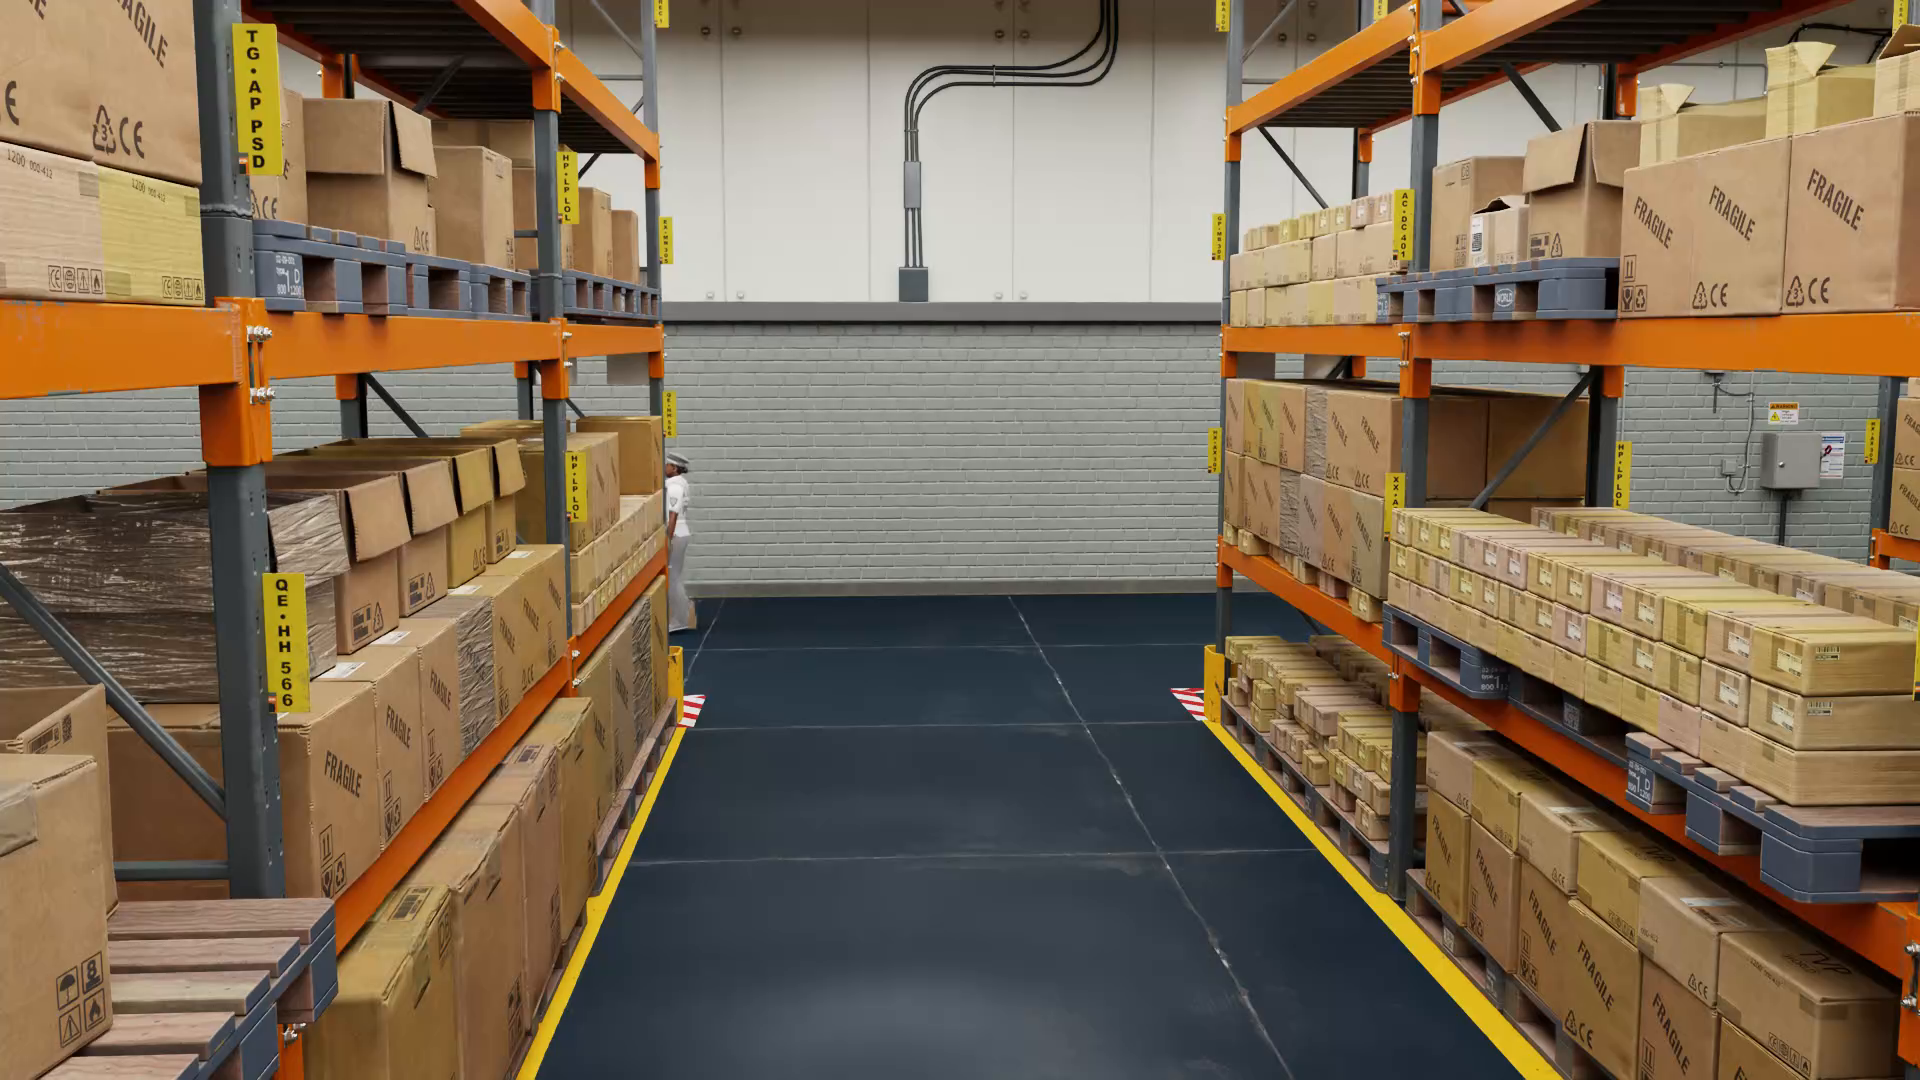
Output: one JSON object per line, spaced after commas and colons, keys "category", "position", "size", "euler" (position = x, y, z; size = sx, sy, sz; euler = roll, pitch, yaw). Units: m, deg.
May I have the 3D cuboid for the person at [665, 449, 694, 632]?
{"category": "person", "position": [-2.699, 0.003, 15.387], "size": [0.438, 1.693, 0.482], "euler": [-1, 7, -7]}
